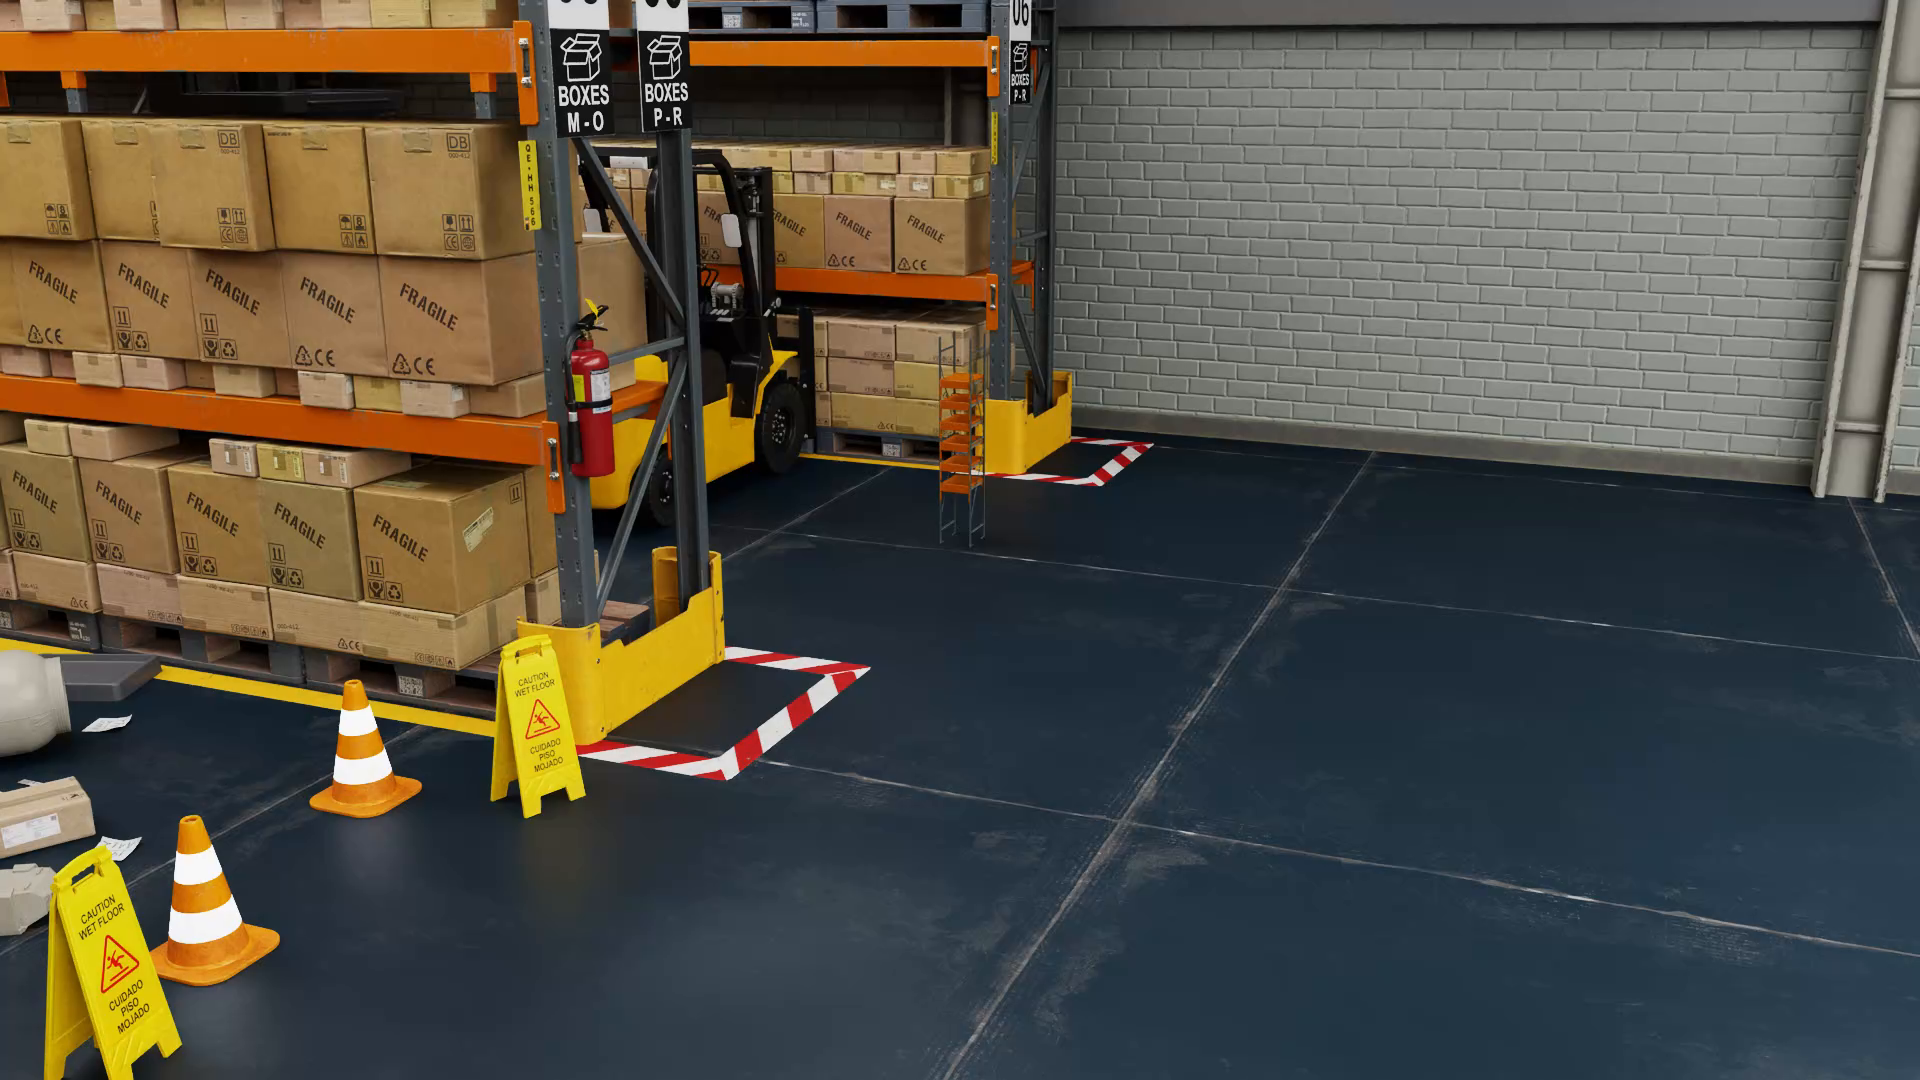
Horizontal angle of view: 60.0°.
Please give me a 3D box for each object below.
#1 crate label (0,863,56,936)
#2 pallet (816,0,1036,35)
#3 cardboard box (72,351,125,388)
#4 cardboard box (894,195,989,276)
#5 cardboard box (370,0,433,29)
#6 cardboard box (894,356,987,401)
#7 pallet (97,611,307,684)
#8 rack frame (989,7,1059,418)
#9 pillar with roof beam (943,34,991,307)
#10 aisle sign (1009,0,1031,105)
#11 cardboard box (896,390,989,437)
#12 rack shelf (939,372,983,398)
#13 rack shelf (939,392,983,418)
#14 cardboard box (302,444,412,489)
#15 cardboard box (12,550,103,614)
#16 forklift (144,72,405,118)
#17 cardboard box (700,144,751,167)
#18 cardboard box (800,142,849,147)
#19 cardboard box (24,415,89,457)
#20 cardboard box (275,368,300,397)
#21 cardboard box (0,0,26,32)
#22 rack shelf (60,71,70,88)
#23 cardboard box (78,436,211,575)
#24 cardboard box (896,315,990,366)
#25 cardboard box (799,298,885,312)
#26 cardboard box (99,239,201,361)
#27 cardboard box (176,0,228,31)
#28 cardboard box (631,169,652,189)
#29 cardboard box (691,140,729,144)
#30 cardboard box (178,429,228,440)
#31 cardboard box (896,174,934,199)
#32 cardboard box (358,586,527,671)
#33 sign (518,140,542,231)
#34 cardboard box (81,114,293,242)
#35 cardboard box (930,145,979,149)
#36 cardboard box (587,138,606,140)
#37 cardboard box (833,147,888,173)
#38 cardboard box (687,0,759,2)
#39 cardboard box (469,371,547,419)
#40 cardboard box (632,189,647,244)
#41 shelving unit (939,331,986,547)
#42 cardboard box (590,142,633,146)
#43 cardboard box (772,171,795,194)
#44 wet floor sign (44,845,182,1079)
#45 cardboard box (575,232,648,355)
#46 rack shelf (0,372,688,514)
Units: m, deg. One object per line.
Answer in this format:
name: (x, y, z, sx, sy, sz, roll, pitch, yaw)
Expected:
crate label: (-3.101, 1.166, 5.412, 0.298, 0.136, 0.250, -2, 16, -8)
pallet: (-0.213, -3.523, 11.206, 1.213, 0.211, 1.003, 6, 17, 21)
cardboard box: (-3.742, -0.798, 7.492, 0.250, 0.149, 0.380, 6, 17, 21)
cardboard box: (-0.119, -2.076, 11.265, 0.500, 0.500, 0.500, 6, 17, 19)
cardboard box: (-2.061, -2.059, 6.455, 0.250, 0.149, 0.380, 6, 17, 21)
cardboard box: (-0.133, -1.136, 11.487, 0.500, 0.250, 0.500, 6, 17, 20)
pallet: (-3.327, 0.356, 8.069, 1.213, 0.211, 1.003, 6, 17, 21)
rack frame: (0.435, -2.046, 11.340, 0.127, 3.000, 1.000, 6, 17, 21)
pillar with roof beam: (-1.462, -4.115, 7.708, 0.400, 9.000, 9.100, 6, 17, 21)
aisle sign: (0.388, -3.211, 10.692, 0.004, 0.787, 0.394, 6, 17, 21)
cardboard box: (-0.118, -0.893, 11.548, 0.500, 0.250, 0.500, 6, 17, 21)
rack shelf: (0.013, -0.878, 9.413, 0.180, 0.103, 0.258, 6, 17, 21)
rack shelf: (0.013, -0.763, 9.447, 0.180, 0.103, 0.258, 6, 17, 21)
cardboard box: (-2.590, -0.345, 7.153, 0.250, 0.149, 0.380, 7, 18, 22)
cardboard box: (-4.153, 0.134, 8.011, 0.500, 0.250, 0.500, 7, 18, 24)
forklift: (-4.140, -1.772, 10.519, 3.031, 2.935, 1.130, 6, 17, 20)
cardboard box: (-1.633, -2.716, 11.771, 0.250, 0.149, 0.380, 6, 17, 21)
cardboard box: (-0.968, -2.799, 12.057, 0.250, 0.149, 0.380, 6, 17, 19)
cardboard box: (-4.081, -0.509, 7.717, 0.250, 0.149, 0.380, 7, 18, 23)
cardboard box: (-2.754, -0.730, 7.259, 0.250, 0.149, 0.380, 7, 17, 21)
cardboard box: (-3.947, -2.287, 7.243, 0.250, 0.149, 0.380, 6, 17, 19)
rack shelf: (-8.868, -4.164, 14.546, 4.000, 0.370, 1.077, 6, 17, 21)
cardboard box: (-3.670, -0.173, 7.722, 0.500, 0.500, 0.500, 7, 18, 24)
cardboard box: (-0.108, -1.373, 11.409, 0.500, 0.250, 0.500, 7, 18, 22)
cardboard box: (-0.870, -1.609, 12.222, 0.500, 0.250, 0.500, 6, 17, 20)
cardboard box: (-3.382, -1.094, 7.349, 0.500, 0.500, 0.500, 6, 17, 21)
cardboard box: (-2.998, -2.180, 6.873, 0.250, 0.149, 0.380, 6, 17, 19)
cardboard box: (-2.146, -2.596, 11.894, 0.250, 0.149, 0.380, 6, 17, 20)
cardboard box: (-1.919, -2.902, 12.412, 0.250, 0.149, 0.380, 6, 17, 20)
cardboard box: (-3.506, -0.314, 8.209, 0.500, 0.500, 0.500, 7, 18, 24)
cardboard box: (-0.239, -2.386, 11.171, 0.250, 0.149, 0.380, 7, 17, 22)
cardboard box: (-2.256, 0.346, 7.282, 0.500, 0.250, 0.500, 6, 17, 20)
sign: (-1.605, -1.324, 6.210, 0.005, 0.325, 0.100, 6, 17, 21)
cardboard box: (-3.331, -1.591, 7.267, 0.500, 0.500, 0.700, 6, 17, 20)
cardboard box: (-0.023, -2.681, 11.653, 0.250, 0.149, 0.380, 7, 18, 23)
cardboard box: (-2.878, -3.003, 12.761, 0.250, 0.149, 0.380, 6, 17, 21)
cardboard box: (-0.674, -2.612, 11.413, 0.250, 0.149, 0.380, 6, 17, 21)
cardboard box: (-1.513, -3.968, 11.463, 0.637, 0.503, 0.797, 7, 18, 22)
cardboard box: (-1.809, -0.620, 6.880, 0.250, 0.149, 0.380, 7, 18, 22)
cardboard box: (-2.007, -2.289, 12.000, 0.500, 0.500, 0.500, 6, 17, 20)
shelving unit: (0.013, -0.575, 9.501, 0.189, 1.200, 0.258, 6, 17, 21)
cardboard box: (-2.582, -2.821, 12.133, 0.250, 0.149, 0.380, 6, 17, 20)
cardboard box: (-1.193, -2.493, 11.537, 0.250, 0.149, 0.380, 6, 17, 21)
wet floor sign: (-2.352, 1.156, 4.533, 0.232, 0.644, 0.267, 3, 17, 11)
cardboard box: (-1.722, -1.069, 7.263, 0.500, 0.500, 0.500, 6, 17, 20)
rack shelf: (-3.243, -0.617, 7.709, 4.000, 0.370, 1.077, 6, 17, 21)
